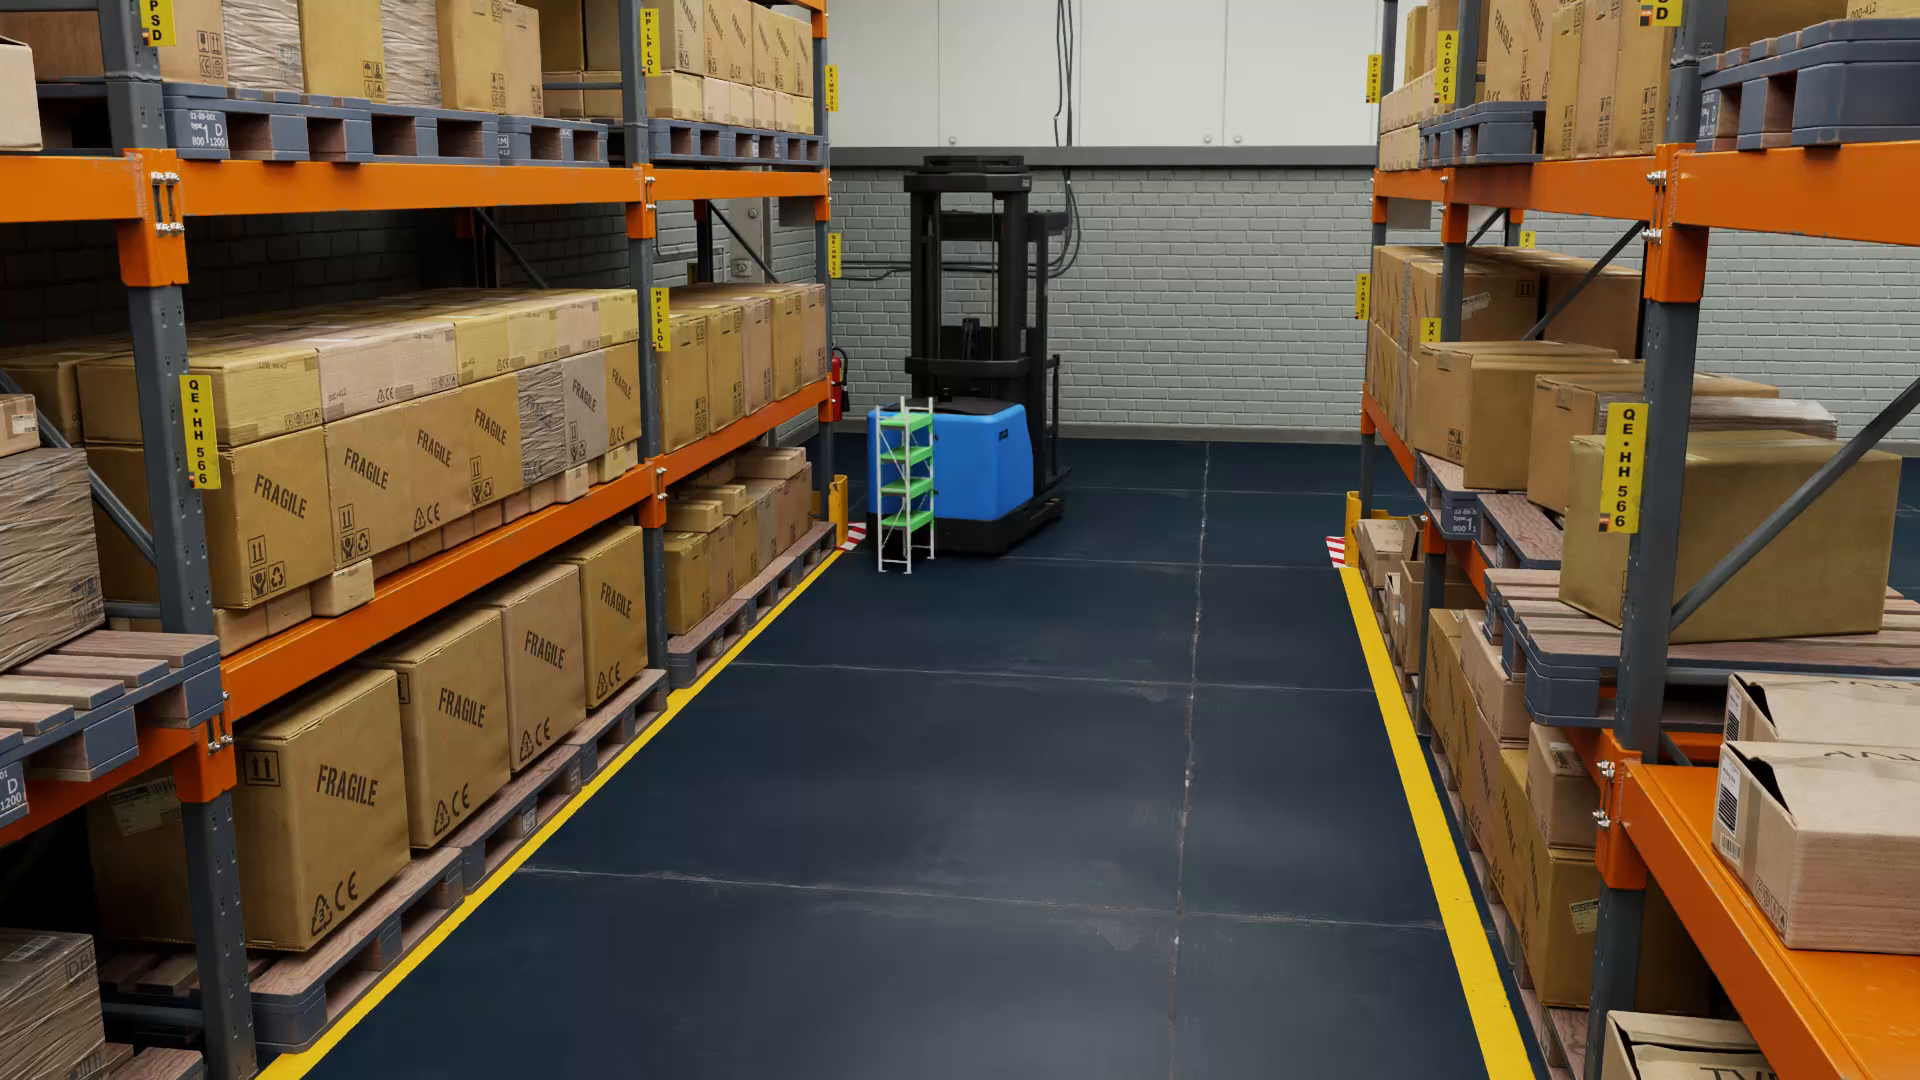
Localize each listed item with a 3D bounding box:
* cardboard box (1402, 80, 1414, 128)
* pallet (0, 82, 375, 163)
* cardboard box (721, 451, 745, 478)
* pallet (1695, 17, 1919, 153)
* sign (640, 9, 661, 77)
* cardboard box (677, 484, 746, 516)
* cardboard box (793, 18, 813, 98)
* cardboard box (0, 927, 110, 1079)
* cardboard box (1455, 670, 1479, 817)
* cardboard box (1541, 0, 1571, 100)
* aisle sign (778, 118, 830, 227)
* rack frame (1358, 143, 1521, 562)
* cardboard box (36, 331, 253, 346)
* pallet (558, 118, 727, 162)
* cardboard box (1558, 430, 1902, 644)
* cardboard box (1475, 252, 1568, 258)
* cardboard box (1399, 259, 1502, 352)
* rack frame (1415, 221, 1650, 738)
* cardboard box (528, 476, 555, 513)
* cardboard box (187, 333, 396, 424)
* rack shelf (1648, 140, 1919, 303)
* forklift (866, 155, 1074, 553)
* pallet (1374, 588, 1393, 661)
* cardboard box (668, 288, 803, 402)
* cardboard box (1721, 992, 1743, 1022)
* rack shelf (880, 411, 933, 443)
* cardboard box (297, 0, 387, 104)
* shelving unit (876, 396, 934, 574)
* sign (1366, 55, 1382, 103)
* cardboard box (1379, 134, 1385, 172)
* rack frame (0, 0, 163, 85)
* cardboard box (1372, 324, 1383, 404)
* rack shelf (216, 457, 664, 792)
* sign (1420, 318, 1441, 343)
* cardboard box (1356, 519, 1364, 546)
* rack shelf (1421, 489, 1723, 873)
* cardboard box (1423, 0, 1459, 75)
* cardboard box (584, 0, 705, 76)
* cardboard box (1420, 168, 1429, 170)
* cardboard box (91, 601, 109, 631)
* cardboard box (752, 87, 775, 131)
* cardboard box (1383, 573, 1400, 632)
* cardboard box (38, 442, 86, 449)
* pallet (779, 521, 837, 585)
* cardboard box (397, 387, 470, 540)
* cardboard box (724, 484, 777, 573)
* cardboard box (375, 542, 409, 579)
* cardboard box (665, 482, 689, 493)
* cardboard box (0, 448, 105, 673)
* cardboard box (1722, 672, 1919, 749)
[{"bbox_3d":[2.850,-2.527,9.648,0.500,0.250,0.500,2,12,9],"label":"cardboard box"},{"bbox_3d":[-2.657,-1.304,5.254,1.213,0.211,1.003,2,12,11],"label":"pallet"},{"bbox_3d":[-1.738,-0.538,11.768,0.380,0.149,0.250,2,12,9],"label":"cardboard box"},{"bbox_3d":[2.175,-0.865,3.214,1.213,0.211,1.003,2,12,11],"label":"pallet"},{"bbox_3d":[-1.551,-2.485,8.308,0.100,0.325,0.005,2,12,9],"label":"sign"},{"bbox_3d":[-1.559,-0.254,10.449,0.380,0.149,0.250,2,12,7],"label":"cardboard box"},{"bbox_3d":[-1.317,-3.312,11.465,0.500,0.500,0.500,2,12,8],"label":"cardboard box"},{"bbox_3d":[-2.763,1.364,4.434,0.700,0.500,0.500,2,12,9],"label":"cardboard box"},{"bbox_3d":[2.336,0.847,6.830,0.500,0.500,0.500,2,12,9],"label":"cardboard box"},{"bbox_3d":[2.454,-1.857,5.897,0.600,0.600,0.600,1,12,6],"label":"cardboard box"},{"bbox_3d":[-1.166,-2.736,12.398,0.394,0.787,0.004,2,12,9],"label":"aisle sign"},{"bbox_3d":[3.422,-1.300,11.906,1.000,3.000,0.127,2,12,9],"label":"rack frame"},{"bbox_3d":[-2.807,-0.576,5.774,0.500,0.250,0.500,1,12,7],"label":"cardboard box"},{"bbox_3d":[-1.953,-2.220,9.266,1.003,0.211,1.213,2,12,9],"label":"pallet"},{"bbox_3d":[2.177,-0.024,4.749,0.700,0.500,0.500,-2,12,-10],"label":"cardboard box"},{"bbox_3d":[3.473,-1.523,10.329,0.500,0.500,0.500,2,12,10],"label":"cardboard box"},{"bbox_3d":[2.782,-1.330,9.436,0.500,0.500,0.500,2,12,9],"label":"cardboard box"},{"bbox_3d":[2.807,-0.467,8.043,1.000,3.000,0.127,2,12,9],"label":"rack frame"},{"bbox_3d":[-2.047,-0.223,7.458,0.380,0.149,0.250,2,12,9],"label":"cardboard box"},{"bbox_3d":[-2.297,-0.563,5.716,0.500,0.250,0.500,2,12,8],"label":"cardboard box"},{"bbox_3d":[1.884,-0.333,2.007,1.077,0.370,4.000,2,12,9],"label":"rack shelf"},{"bbox_3d":[0.234,-1.600,13.459,1.130,2.935,3.031,4,13,18],"label":"forklift"},{"bbox_3d":[3.098,0.498,10.181,1.003,0.211,1.213,2,12,9],"label":"pallet"},{"bbox_3d":[-1.643,-1.348,11.417,0.980,0.700,0.700,2,12,8],"label":"cardboard box"},{"bbox_3d":[2.544,1.287,4.793,0.500,0.500,0.500,2,12,11],"label":"cardboard box"},{"bbox_3d":[-0.394,-0.809,11.902,0.258,0.148,0.480,4,14,19],"label":"rack shelf"},{"bbox_3d":[-2.559,-1.854,6.076,0.700,0.500,0.500,3,12,12],"label":"cardboard box"},{"bbox_3d":[-0.391,-0.403,11.997,0.258,1.200,0.503,4,14,19],"label":"shelving unit"},{"bbox_3d":[2.886,-3.211,11.580,0.100,0.325,0.005,2,12,9],"label":"sign"},{"bbox_3d":[3.092,-2.594,11.148,0.500,0.250,0.500,2,12,9],"label":"cardboard box"},{"bbox_3d":[-2.704,-2.727,4.288,1.000,3.000,0.127,2,12,9],"label":"rack frame"},{"bbox_3d":[3.019,-1.158,11.008,0.500,0.500,0.500,2,12,8],"label":"cardboard box"},{"bbox_3d":[-2.396,0.141,6.928,1.077,0.370,4.000,2,12,9],"label":"rack shelf"},{"bbox_3d":[2.269,-0.907,8.025,0.100,0.325,0.005,2,12,9],"label":"sign"},{"bbox_3d":[3.018,-0.046,11.807,0.380,0.149,0.250,2,12,9],"label":"cardboard box"},{"bbox_3d":[2.499,0.301,6.186,1.077,0.370,4.000,2,12,9],"label":"rack shelf"},{"bbox_3d":[3.058,-2.887,9.537,0.700,0.500,0.500,2,12,9],"label":"cardboard box"},{"bbox_3d":[-1.702,-2.780,8.996,0.500,0.500,0.500,2,12,8],"label":"cardboard box"},{"bbox_3d":[2.706,-2.074,8.733,0.500,0.250,0.500,2,12,9],"label":"cardboard box"},{"bbox_3d":[-2.907,0.242,5.297,0.380,0.149,0.250,2,12,10],"label":"cardboard box"},{"bbox_3d":[-1.478,-2.729,10.539,0.500,0.250,0.500,2,12,7],"label":"cardboard box"},{"bbox_3d":[2.729,0.348,9.597,0.500,0.311,0.500,2,12,9],"label":"cardboard box"},{"bbox_3d":[-2.892,-0.105,5.372,0.500,0.500,0.500,2,12,9],"label":"cardboard box"},{"bbox_3d":[-1.519,0.072,12.157,1.003,0.211,1.213,2,12,9],"label":"pallet"},{"bbox_3d":[-2.209,-0.303,6.290,0.500,0.500,0.500,2,12,8],"label":"cardboard box"},{"bbox_3d":[-1.636,-0.085,11.206,0.700,0.500,0.500,1,12,7],"label":"cardboard box"},{"bbox_3d":[-2.304,0.042,6.227,0.380,0.149,0.250,2,12,10],"label":"cardboard box"},{"bbox_3d":[-1.932,-0.273,10.539,0.380,0.149,0.250,2,12,9],"label":"cardboard box"},{"bbox_3d":[-2.766,0.040,4.408,0.700,0.500,0.500,0,12,2],"label":"cardboard box"},{"bbox_3d":[2.092,0.483,3.843,0.500,0.311,0.500,3,12,12],"label":"cardboard box"}]
